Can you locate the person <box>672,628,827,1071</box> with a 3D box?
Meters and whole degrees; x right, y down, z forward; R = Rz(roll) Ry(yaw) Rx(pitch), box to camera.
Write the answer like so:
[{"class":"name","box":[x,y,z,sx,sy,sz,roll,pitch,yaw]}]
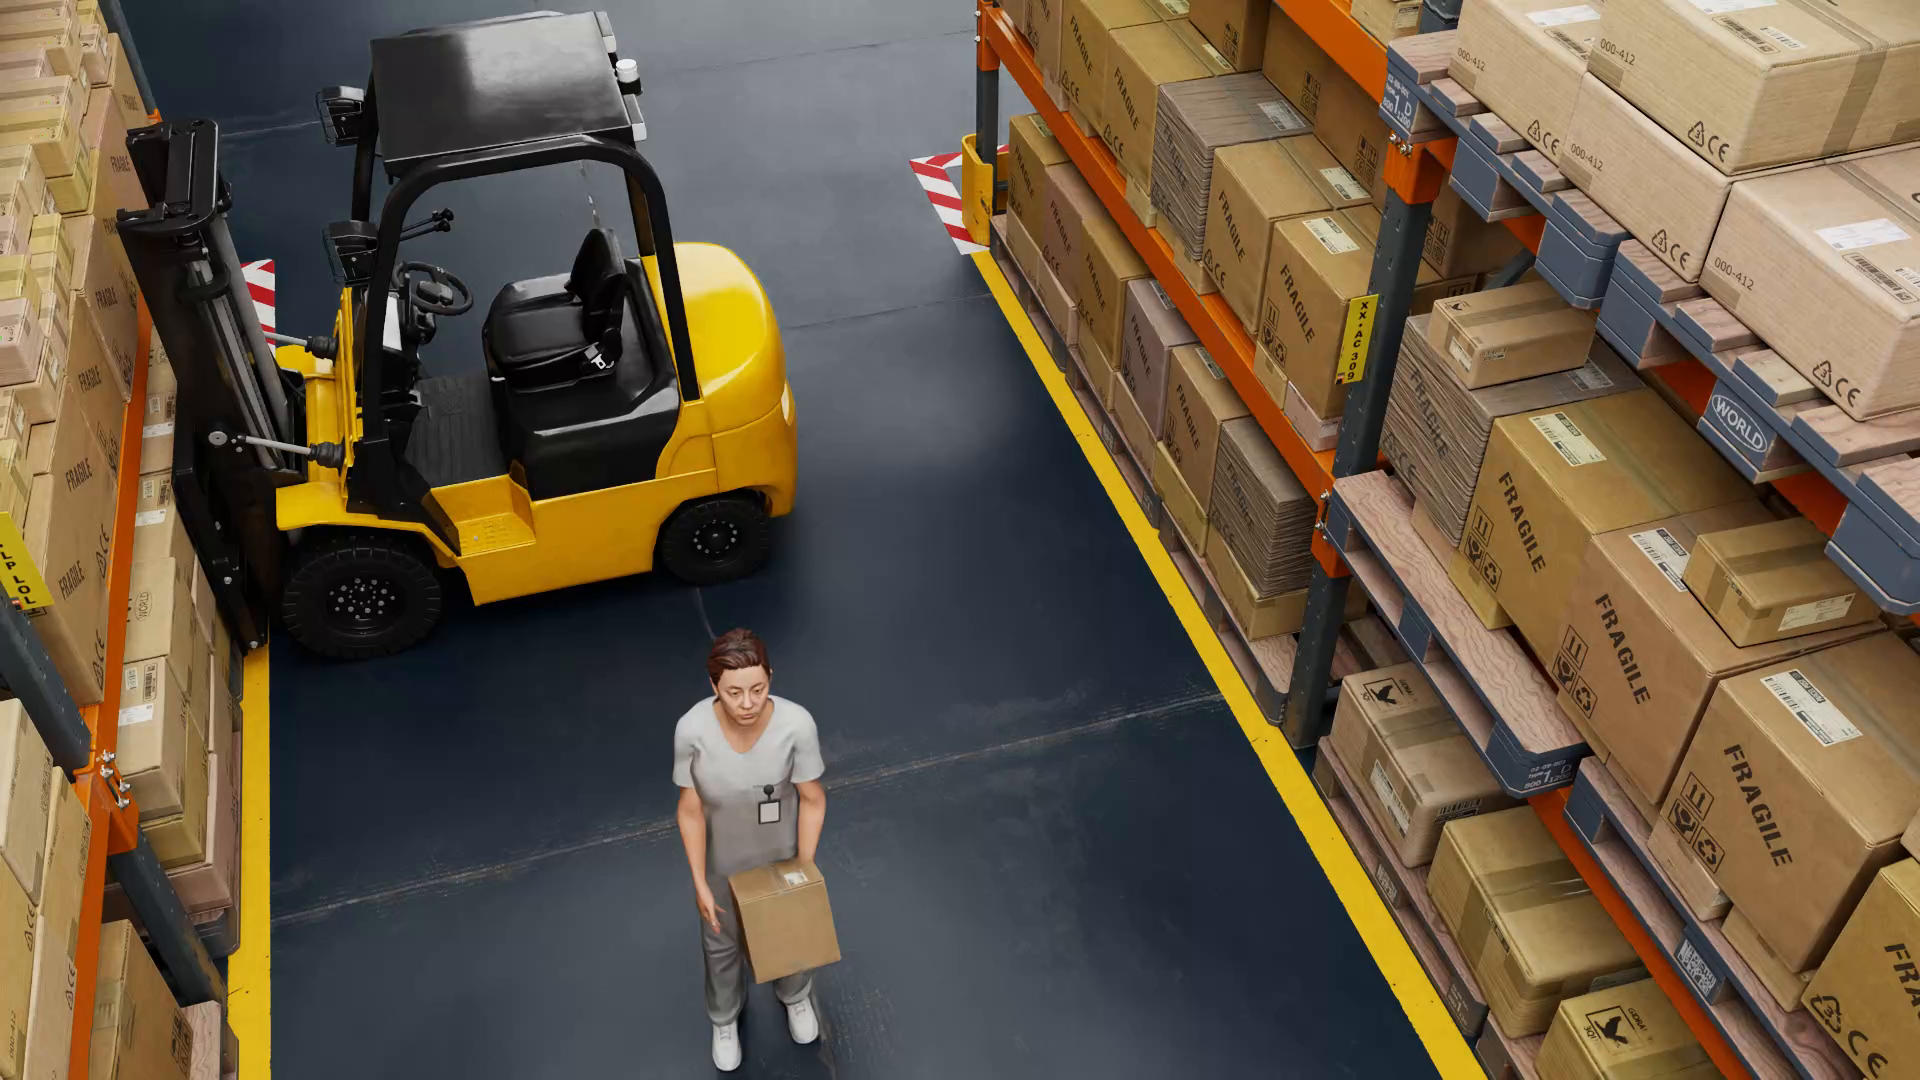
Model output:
[{"class":"person","box":[-0.622,0.980,5.086,0.464,1.677,0.525,-4,43,-4]}]
